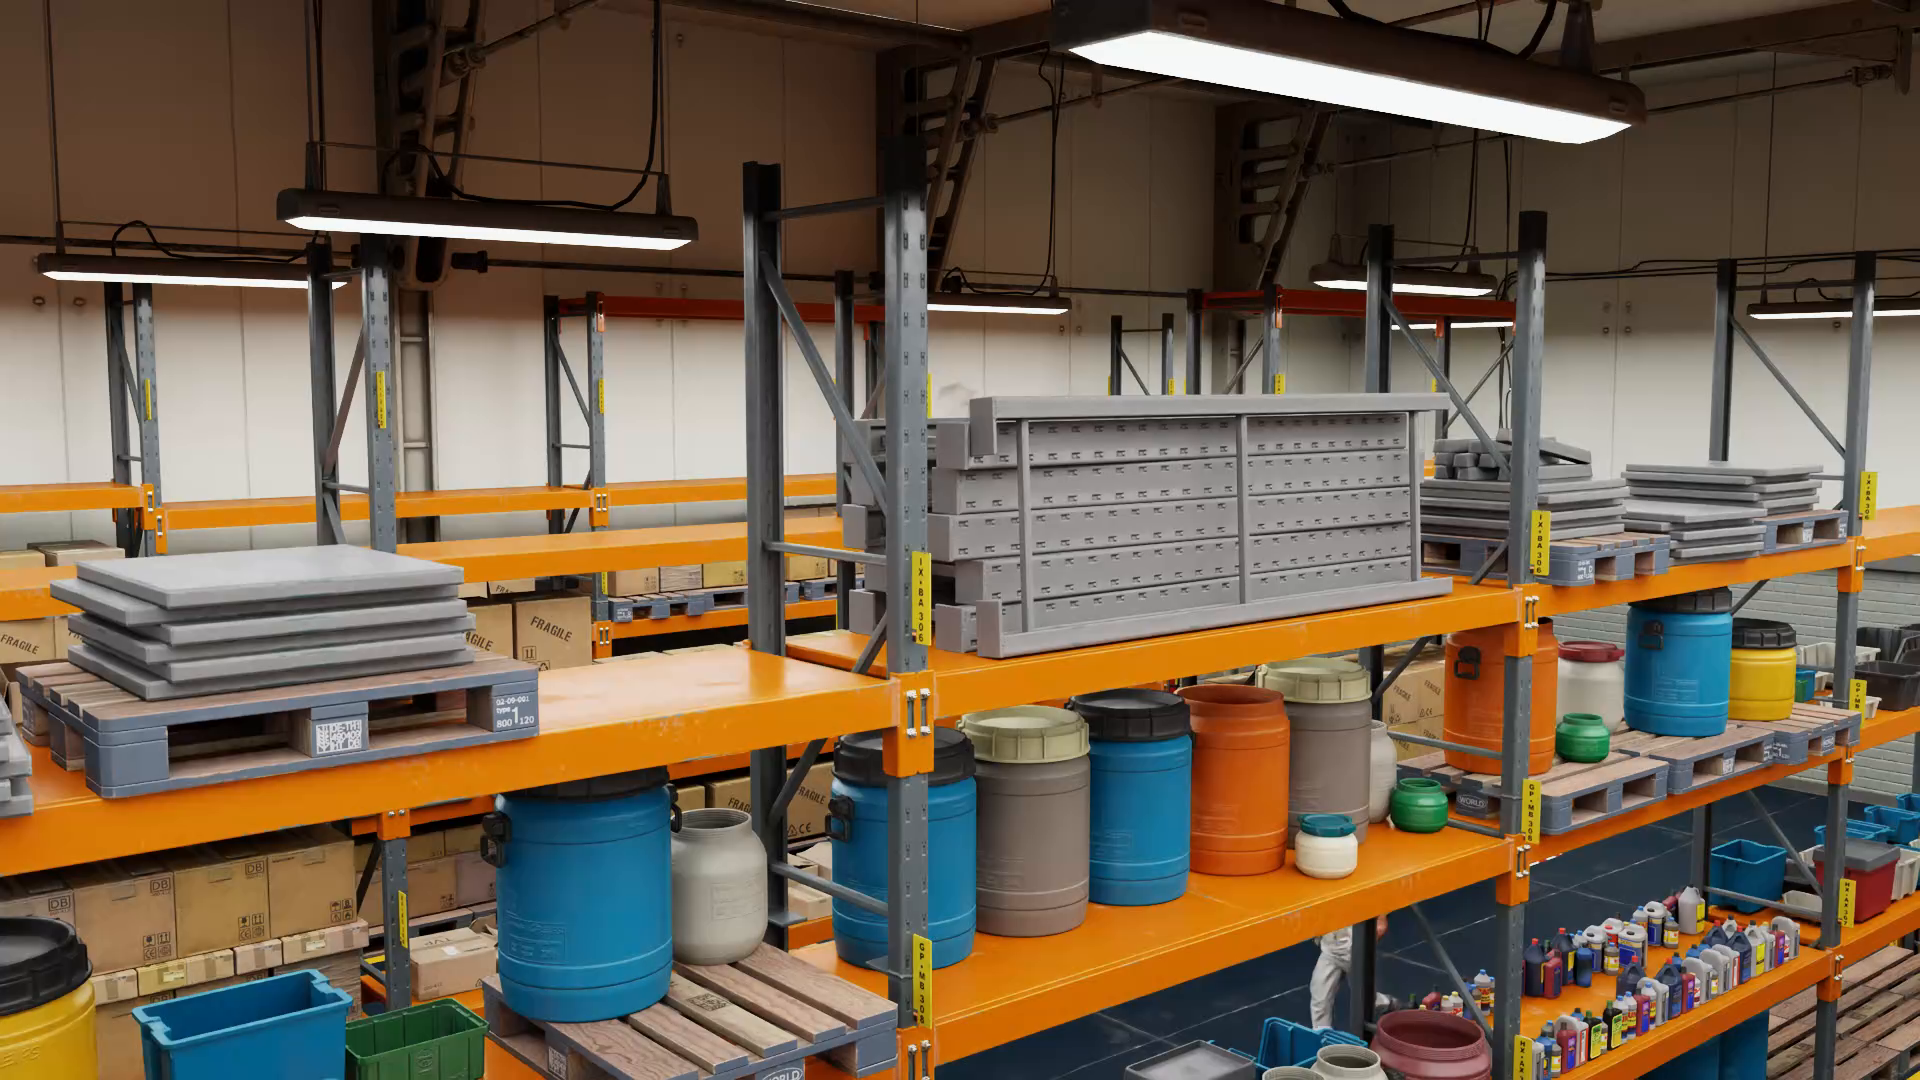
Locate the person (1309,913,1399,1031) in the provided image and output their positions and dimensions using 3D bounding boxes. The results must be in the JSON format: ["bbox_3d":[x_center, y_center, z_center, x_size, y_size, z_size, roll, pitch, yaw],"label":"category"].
[{"bbox_3d":[2.896,3.108,12.364,0.626,1.779,1.108,5,8,44],"label":"person"}]
